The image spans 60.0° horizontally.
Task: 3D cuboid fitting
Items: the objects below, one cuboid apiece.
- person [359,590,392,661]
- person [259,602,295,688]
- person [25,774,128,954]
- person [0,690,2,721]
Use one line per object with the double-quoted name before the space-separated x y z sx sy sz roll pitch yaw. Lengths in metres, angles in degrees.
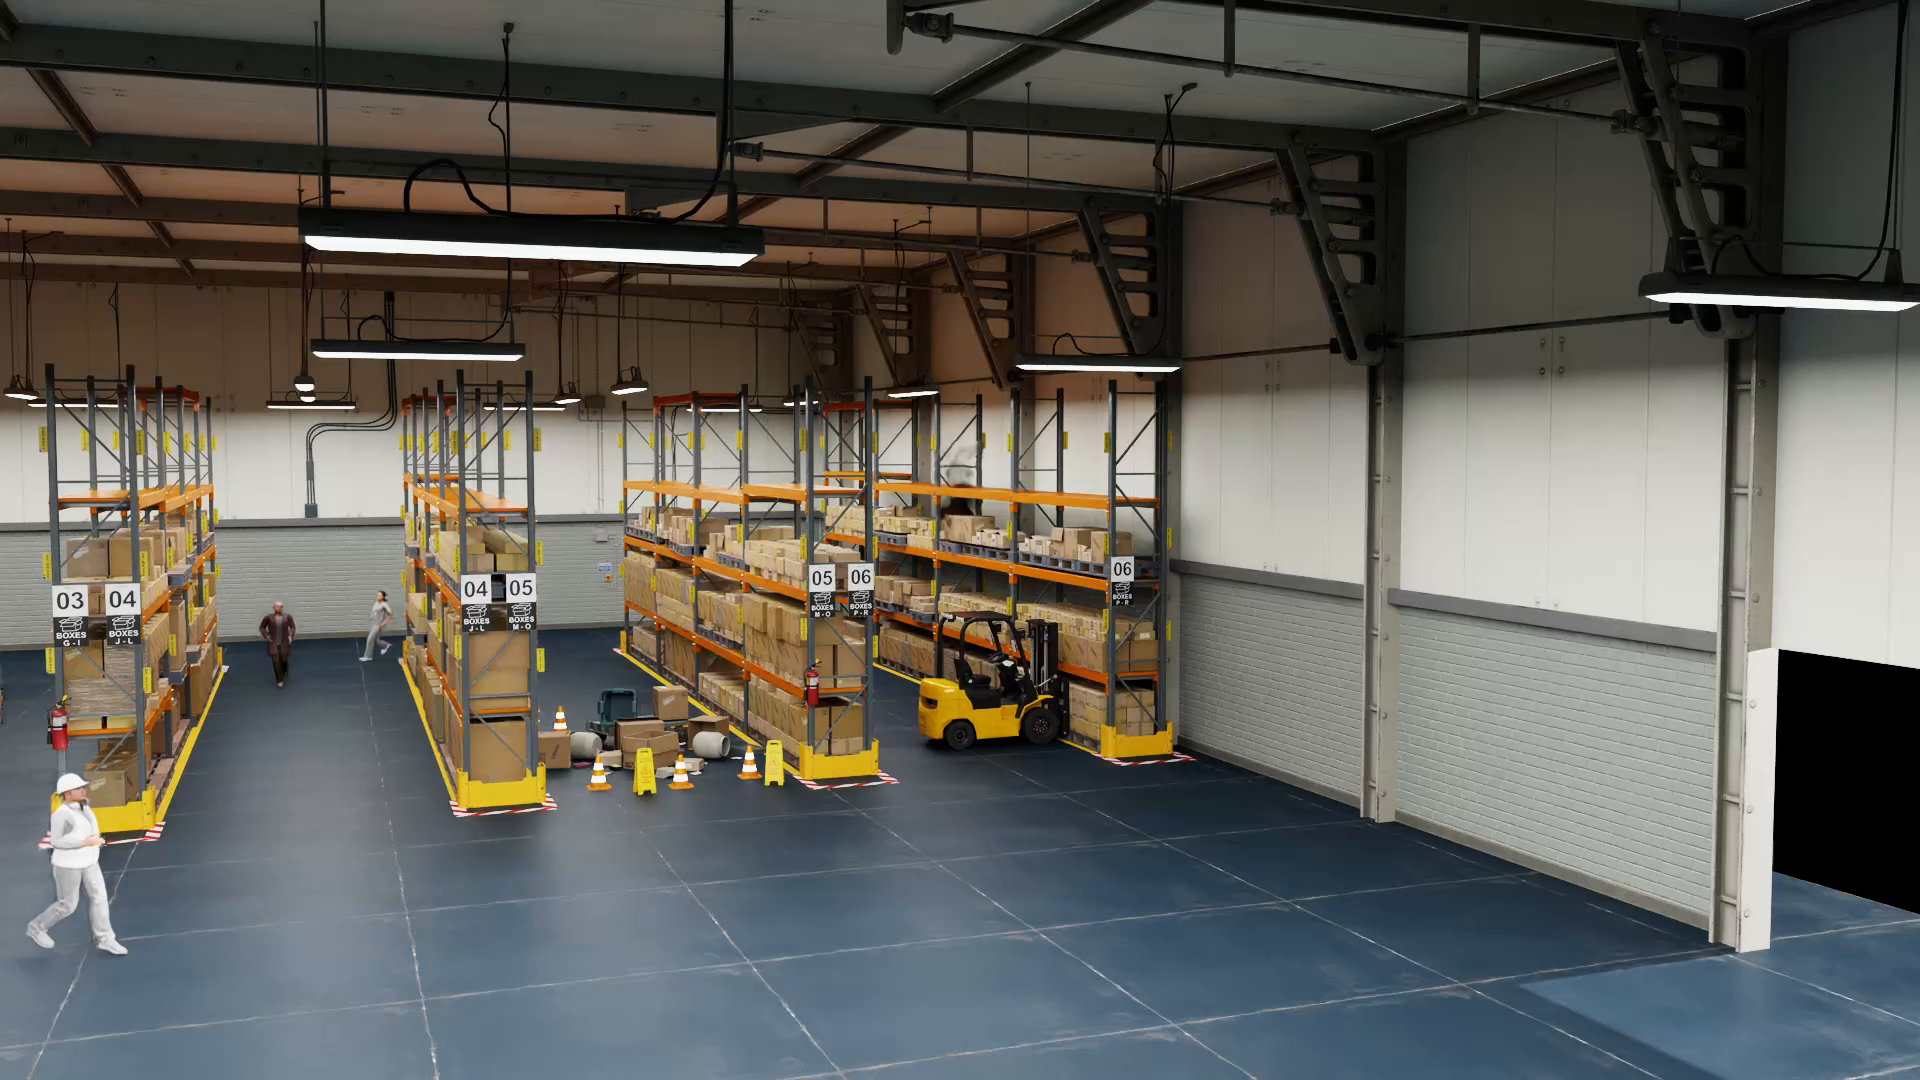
"person" -13.326 1.956 38.175 0.619 1.575 0.782 2 4 36
"person" -14.041 2.140 34.216 0.706 1.753 0.692 -2 4 -28
"person" -8.616 3.158 16.174 0.955 1.789 0.658 0 3 5
"person" -14.413 2.693 24.427 0.647 1.768 0.943 -2 4 -36
